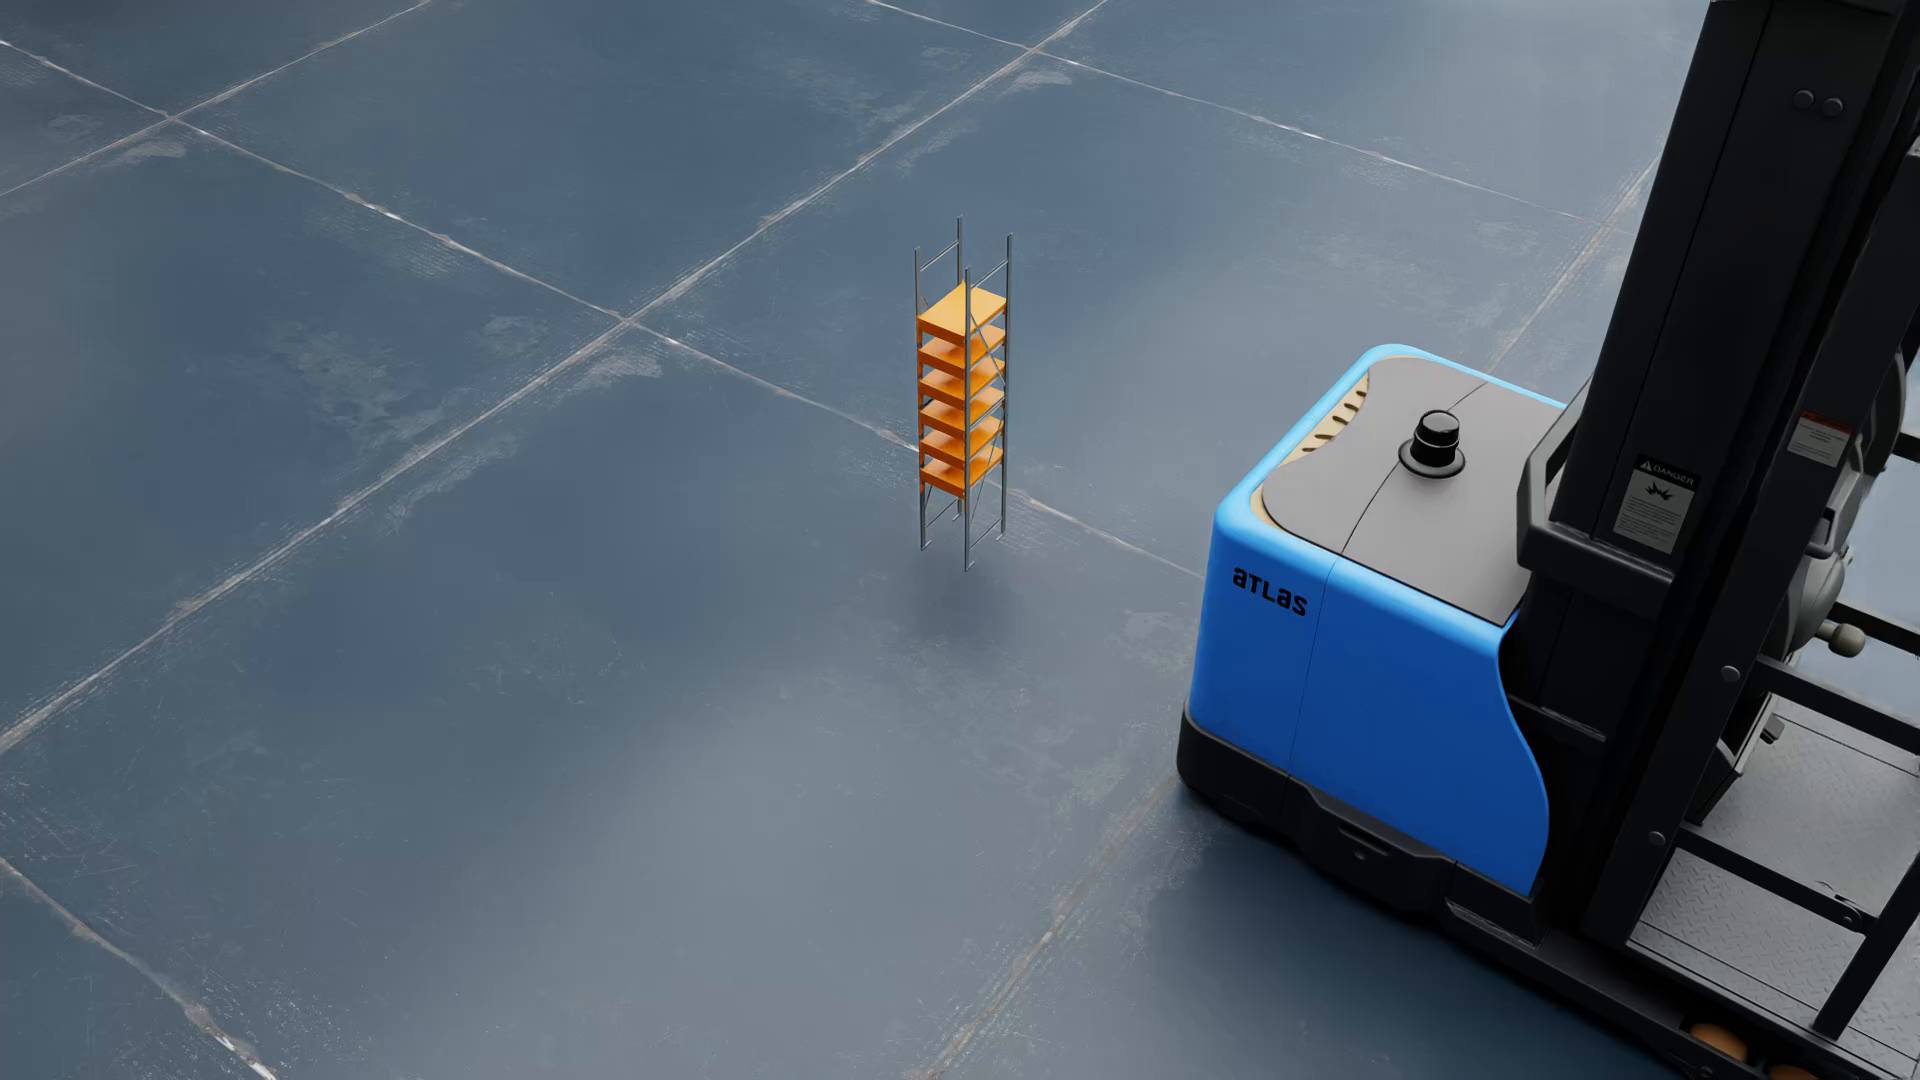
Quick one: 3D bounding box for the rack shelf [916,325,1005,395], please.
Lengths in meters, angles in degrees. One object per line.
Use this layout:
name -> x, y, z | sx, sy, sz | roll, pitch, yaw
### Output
rack shelf -> 0.012, -0.587, 5.213 | 0.180, 0.103, 0.258 | 25, 48, 25

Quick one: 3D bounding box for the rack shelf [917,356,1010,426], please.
rack shelf -> 0.012, -0.498, 5.293 | 0.180, 0.103, 0.258 | 25, 48, 25

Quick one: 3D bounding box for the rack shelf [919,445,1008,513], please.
rack shelf -> 0.012, -0.230, 5.533 | 0.180, 0.103, 0.258 | 25, 48, 25

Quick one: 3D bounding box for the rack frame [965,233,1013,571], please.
rack frame -> 0.087, -0.407, 5.305 | 0.006, 1.200, 0.240 | 25, 48, 25

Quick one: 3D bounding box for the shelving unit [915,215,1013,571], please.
shelving unit -> 0.012, -0.442, 5.344 | 0.189, 1.200, 0.258 | 25, 48, 25

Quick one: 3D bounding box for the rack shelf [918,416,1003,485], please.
rack shelf -> 0.012, -0.319, 5.453 | 0.180, 0.103, 0.258 | 25, 48, 25

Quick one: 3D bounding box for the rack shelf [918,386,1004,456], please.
rack shelf -> 0.012, -0.408, 5.373 | 0.180, 0.103, 0.258 | 25, 48, 25

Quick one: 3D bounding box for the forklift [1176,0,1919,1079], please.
forklift -> 2.123, -0.038, 3.594 | 3.031, 2.935, 1.130 | 26, 48, 26

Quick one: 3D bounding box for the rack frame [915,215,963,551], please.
rack frame -> -0.063, -0.477, 5.383 | 0.006, 1.200, 0.240 | 25, 48, 25

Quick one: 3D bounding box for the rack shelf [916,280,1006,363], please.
rack shelf -> 0.012, -0.677, 5.133 | 0.180, 0.103, 0.258 | 25, 48, 25
